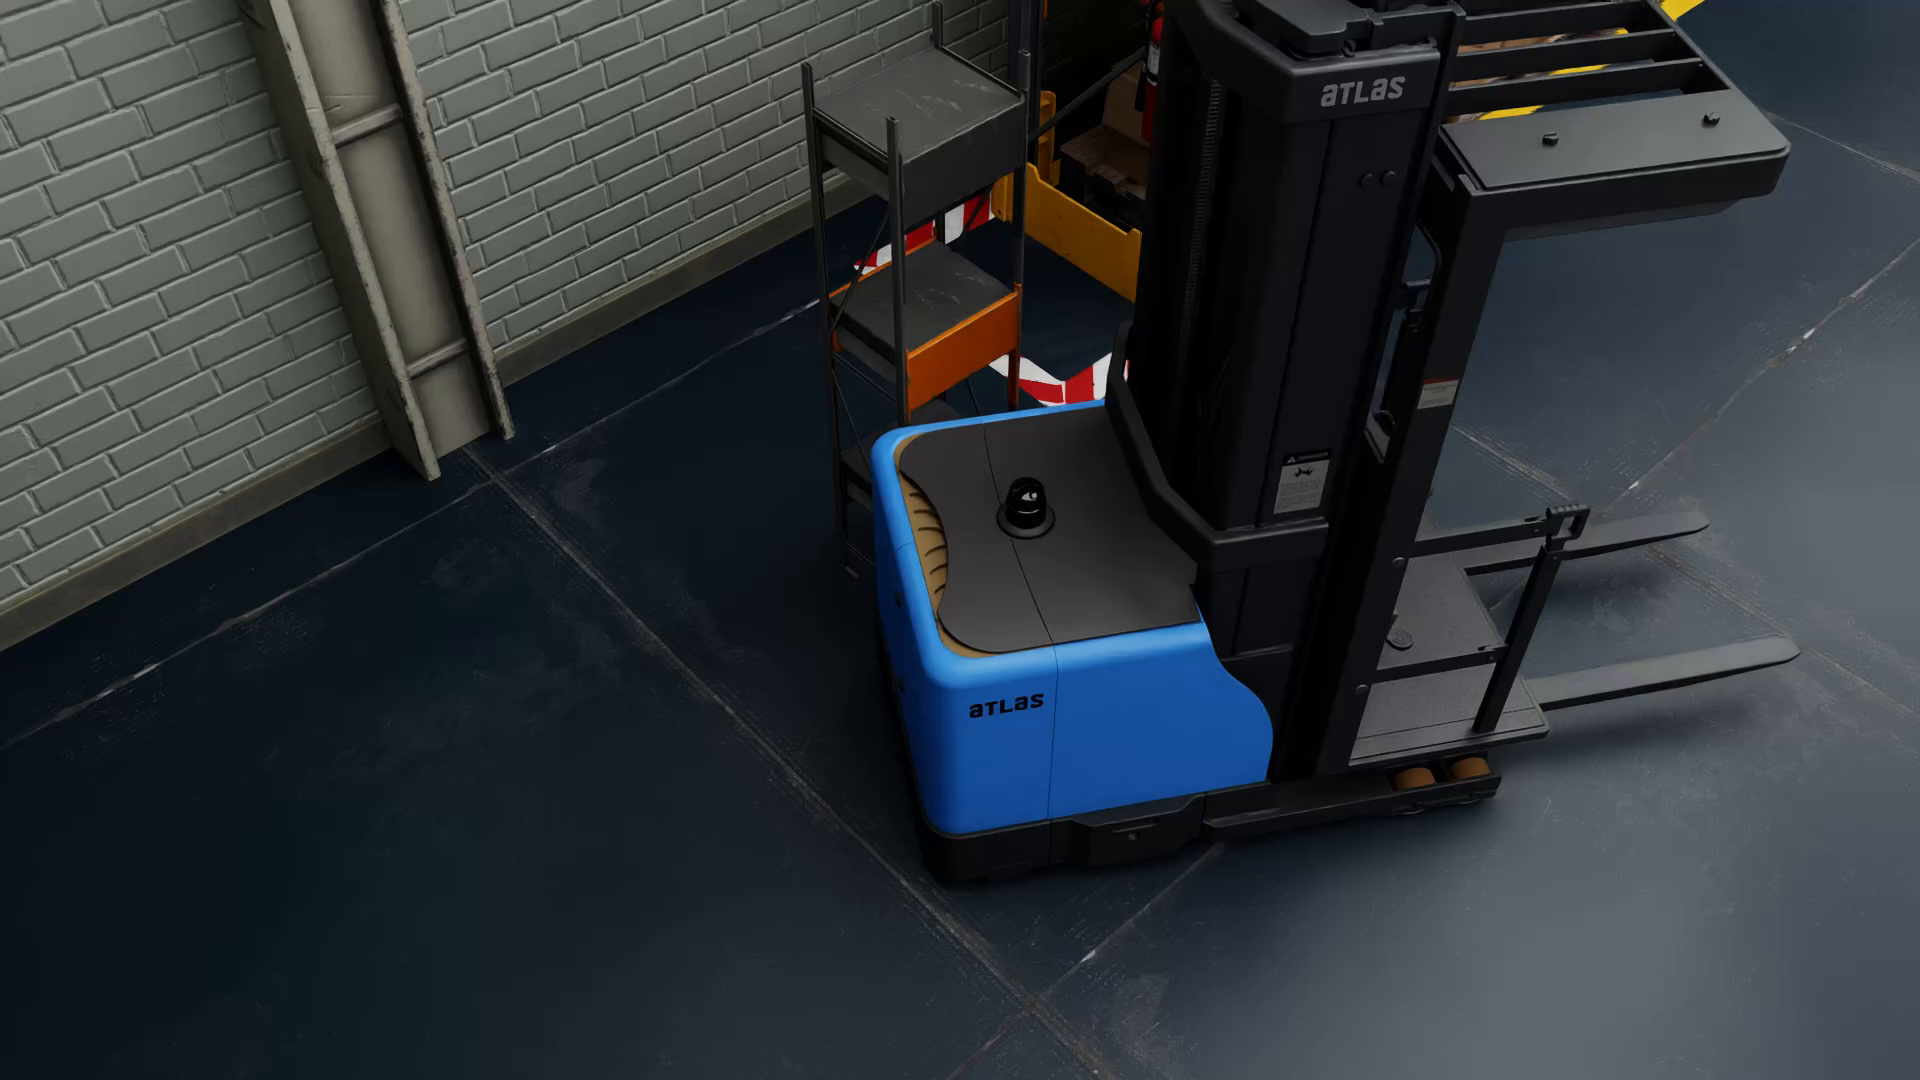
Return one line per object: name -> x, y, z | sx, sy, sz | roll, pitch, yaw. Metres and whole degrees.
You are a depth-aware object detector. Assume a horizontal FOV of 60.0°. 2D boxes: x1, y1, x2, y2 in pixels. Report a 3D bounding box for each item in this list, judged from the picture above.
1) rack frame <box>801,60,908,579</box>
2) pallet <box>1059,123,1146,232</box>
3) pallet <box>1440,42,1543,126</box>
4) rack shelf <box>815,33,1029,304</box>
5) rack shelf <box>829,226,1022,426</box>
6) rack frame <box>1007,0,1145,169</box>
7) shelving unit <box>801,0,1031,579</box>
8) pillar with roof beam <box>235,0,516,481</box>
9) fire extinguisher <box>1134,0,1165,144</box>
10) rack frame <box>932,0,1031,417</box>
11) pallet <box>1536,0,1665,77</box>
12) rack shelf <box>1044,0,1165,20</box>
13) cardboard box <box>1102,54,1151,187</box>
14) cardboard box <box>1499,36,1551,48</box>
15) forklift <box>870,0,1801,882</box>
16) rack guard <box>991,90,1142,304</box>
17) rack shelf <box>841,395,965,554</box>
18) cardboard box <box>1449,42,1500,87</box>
rack frame -> -0.303, -0.510, 5.291 | 0.015, 2.100, 0.400 | -34, 56, -27
pallet -> 1.226, -1.754, 7.725 | 1.213, 0.211, 1.003 | -34, 56, -27
pallet -> 2.128, -2.354, 8.279 | 1.213, 0.211, 1.003 | -34, 56, -27
rack shelf -> -0.122, -1.096, 4.898 | 0.480, 0.518, 0.431 | -34, 56, -27
rack shelf -> -0.122, -0.621, 5.413 | 0.480, 0.518, 0.431 | -34, 56, -27
rack frame -> 0.580, -2.268, 6.301 | 0.127, 3.000, 1.000 | -34, 56, -27
shelving unit -> -0.122, -0.630, 5.403 | 0.503, 2.100, 0.431 | -34, 56, -27
pillar with roof beam -> 0.875, -1.118, 1.159 | 0.400, 9.000, 9.100 | -34, 56, -27
fire extinguisher -> 0.783, -1.791, 6.168 | 0.183, 0.674, 0.296 | -34, 56, -27
rack frame -> 0.058, -0.751, 5.514 | 0.015, 2.100, 0.400 | -34, 56, -27
pallet -> 3.031, -2.961, 8.838 | 1.213, 0.211, 1.003 | -34, 56, -27
rack shelf -> 2.060, -3.013, 7.478 | 4.000, 0.370, 1.077 | -34, 56, -27
cardboard box -> 1.097, -1.815, 7.296 | 0.637, 0.503, 0.797 | -36, 57, -28
cardboard box -> 2.523, -2.728, 8.141 | 0.500, 0.500, 0.700 | -36, 57, -28
forklift -> 1.282, -0.475, 4.694 | 3.031, 2.935, 1.130 | -9, 48, -8
rack guard -> 0.637, -1.458, 7.255 | 0.348, 0.500, 1.175 | -34, 56, -27
rack shelf -> -0.122, -0.146, 5.927 | 0.480, 0.518, 0.431 | -34, 56, -27
cardboard box -> 2.214, -2.422, 7.859 | 0.500, 0.500, 0.500 | -33, 55, -27
